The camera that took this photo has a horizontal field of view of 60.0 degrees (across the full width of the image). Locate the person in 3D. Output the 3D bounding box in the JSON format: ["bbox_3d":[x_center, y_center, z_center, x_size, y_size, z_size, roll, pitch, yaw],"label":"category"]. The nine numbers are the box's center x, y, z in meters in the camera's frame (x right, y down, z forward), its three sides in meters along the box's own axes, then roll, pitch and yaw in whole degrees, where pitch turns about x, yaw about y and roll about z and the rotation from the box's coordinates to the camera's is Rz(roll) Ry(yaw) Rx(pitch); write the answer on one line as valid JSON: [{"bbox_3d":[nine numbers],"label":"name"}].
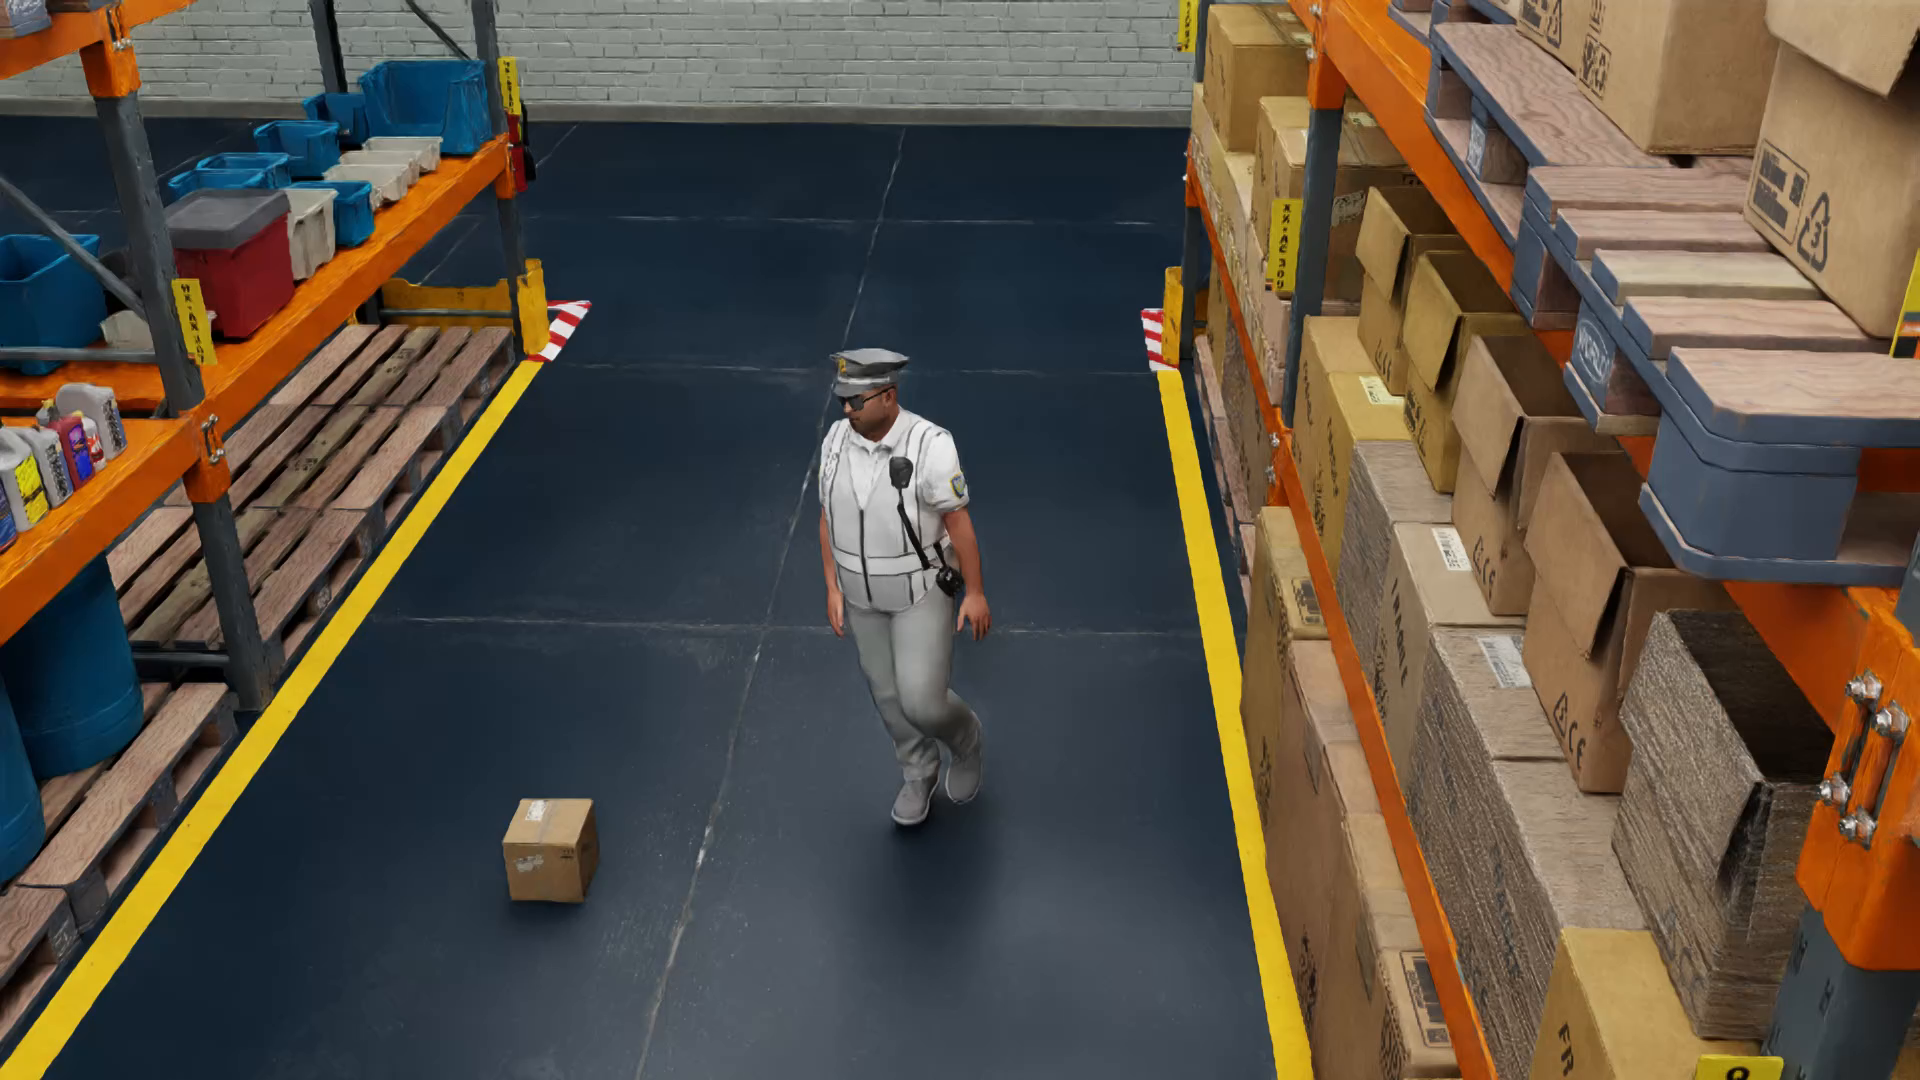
[{"bbox_3d":[-0.211,0.177,5.740,0.637,1.731,0.467,12,30,22],"label":"person"}]
